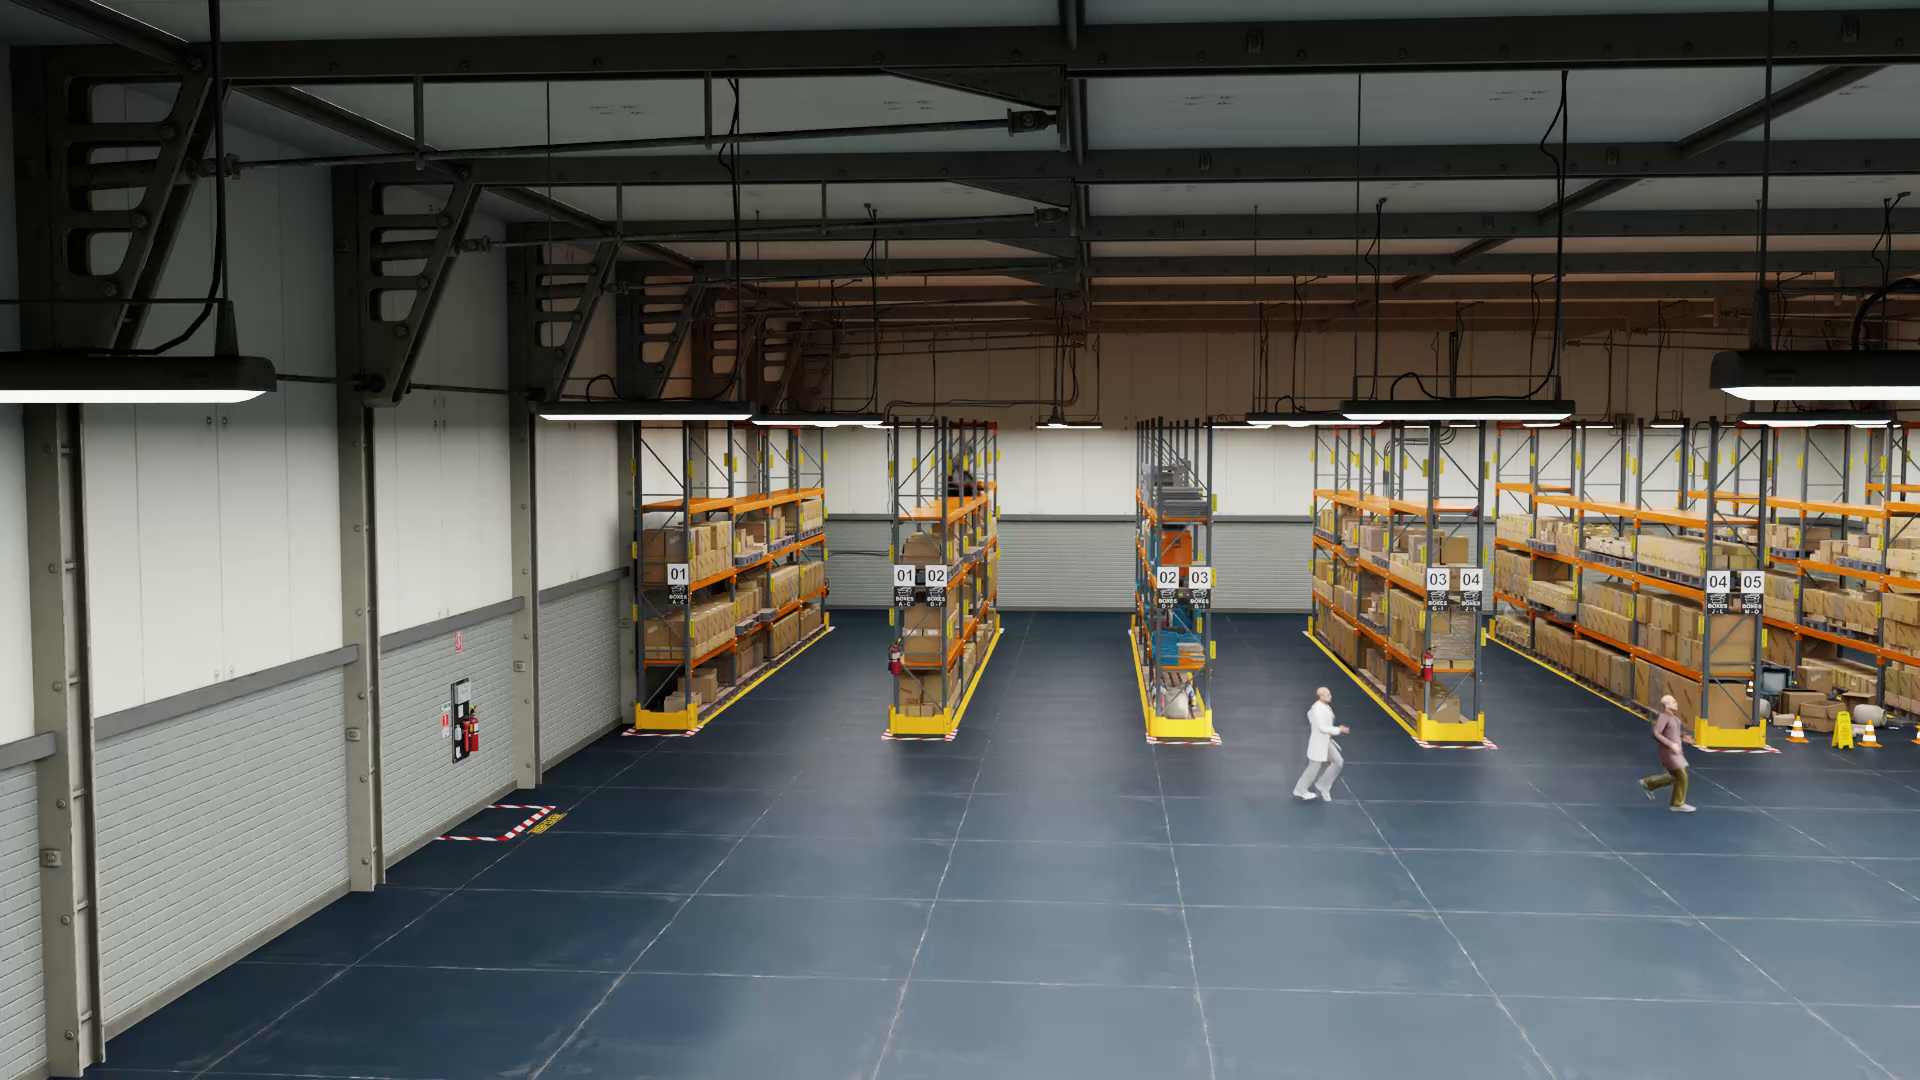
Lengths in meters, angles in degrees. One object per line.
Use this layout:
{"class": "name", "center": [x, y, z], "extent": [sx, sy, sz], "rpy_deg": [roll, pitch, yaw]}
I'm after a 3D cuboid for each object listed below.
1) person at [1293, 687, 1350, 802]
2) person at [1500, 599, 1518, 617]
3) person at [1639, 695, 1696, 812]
{"class": "person", "center": [5.590, 3.167, 25.656], "extent": [0.878, 1.807, 0.668], "rpy_deg": [2, 4, 27]}
{"class": "person", "center": [15.754, 1.762, 47.436], "extent": [0.650, 1.741, 0.699], "rpy_deg": [0, 4, 7]}
{"class": "person", "center": [10.690, 3.212, 25.117], "extent": [0.833, 1.736, 0.716], "rpy_deg": [2, 4, 34]}
